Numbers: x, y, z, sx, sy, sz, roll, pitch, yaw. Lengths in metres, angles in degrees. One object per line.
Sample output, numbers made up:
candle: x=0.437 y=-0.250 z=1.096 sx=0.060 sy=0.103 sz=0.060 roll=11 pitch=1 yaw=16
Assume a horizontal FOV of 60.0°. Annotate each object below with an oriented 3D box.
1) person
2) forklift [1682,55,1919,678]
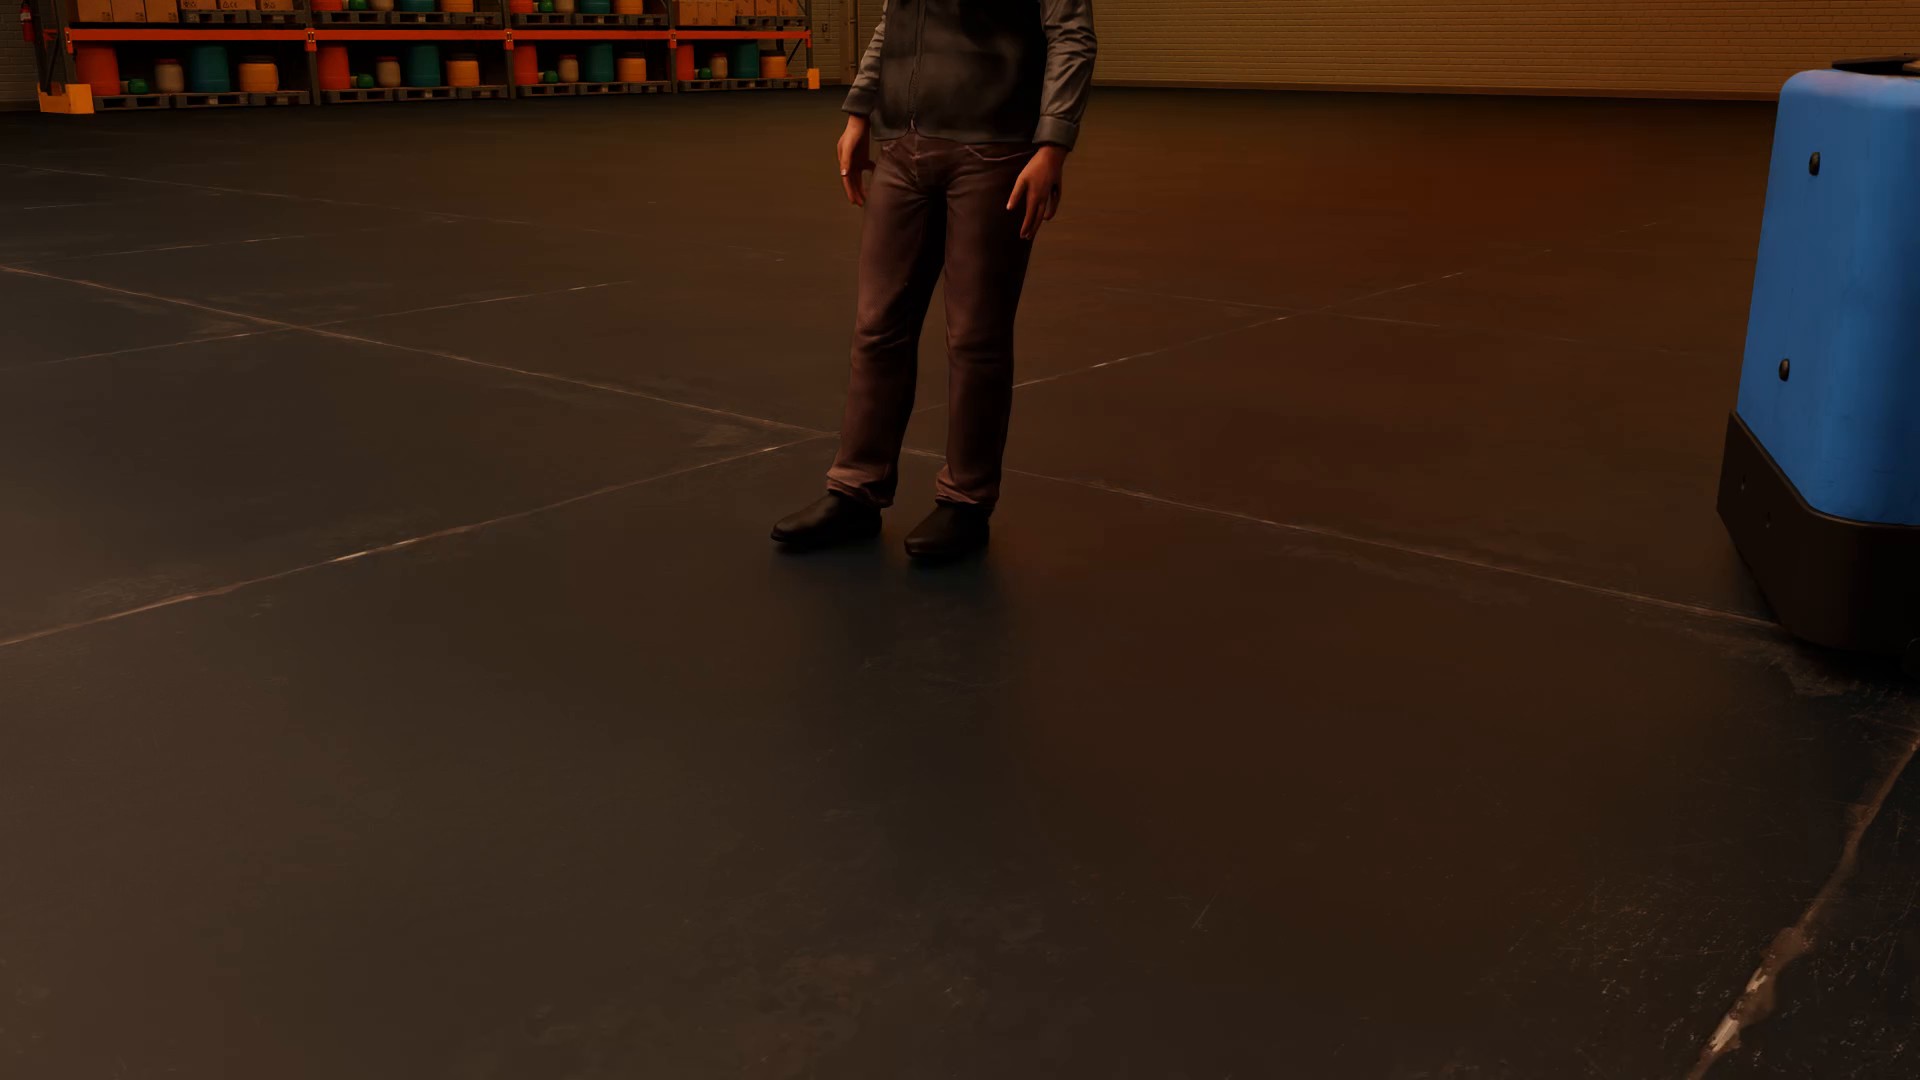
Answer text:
person: x=-0.046 y=-0.818 z=3.647 sx=0.634 sy=1.723 sz=0.566 roll=13 pitch=21 yaw=37
forklift: x=3.058 y=-1.172 z=2.758 sx=3.031 sy=2.935 sz=1.130 roll=5 pitch=17 yaw=15
